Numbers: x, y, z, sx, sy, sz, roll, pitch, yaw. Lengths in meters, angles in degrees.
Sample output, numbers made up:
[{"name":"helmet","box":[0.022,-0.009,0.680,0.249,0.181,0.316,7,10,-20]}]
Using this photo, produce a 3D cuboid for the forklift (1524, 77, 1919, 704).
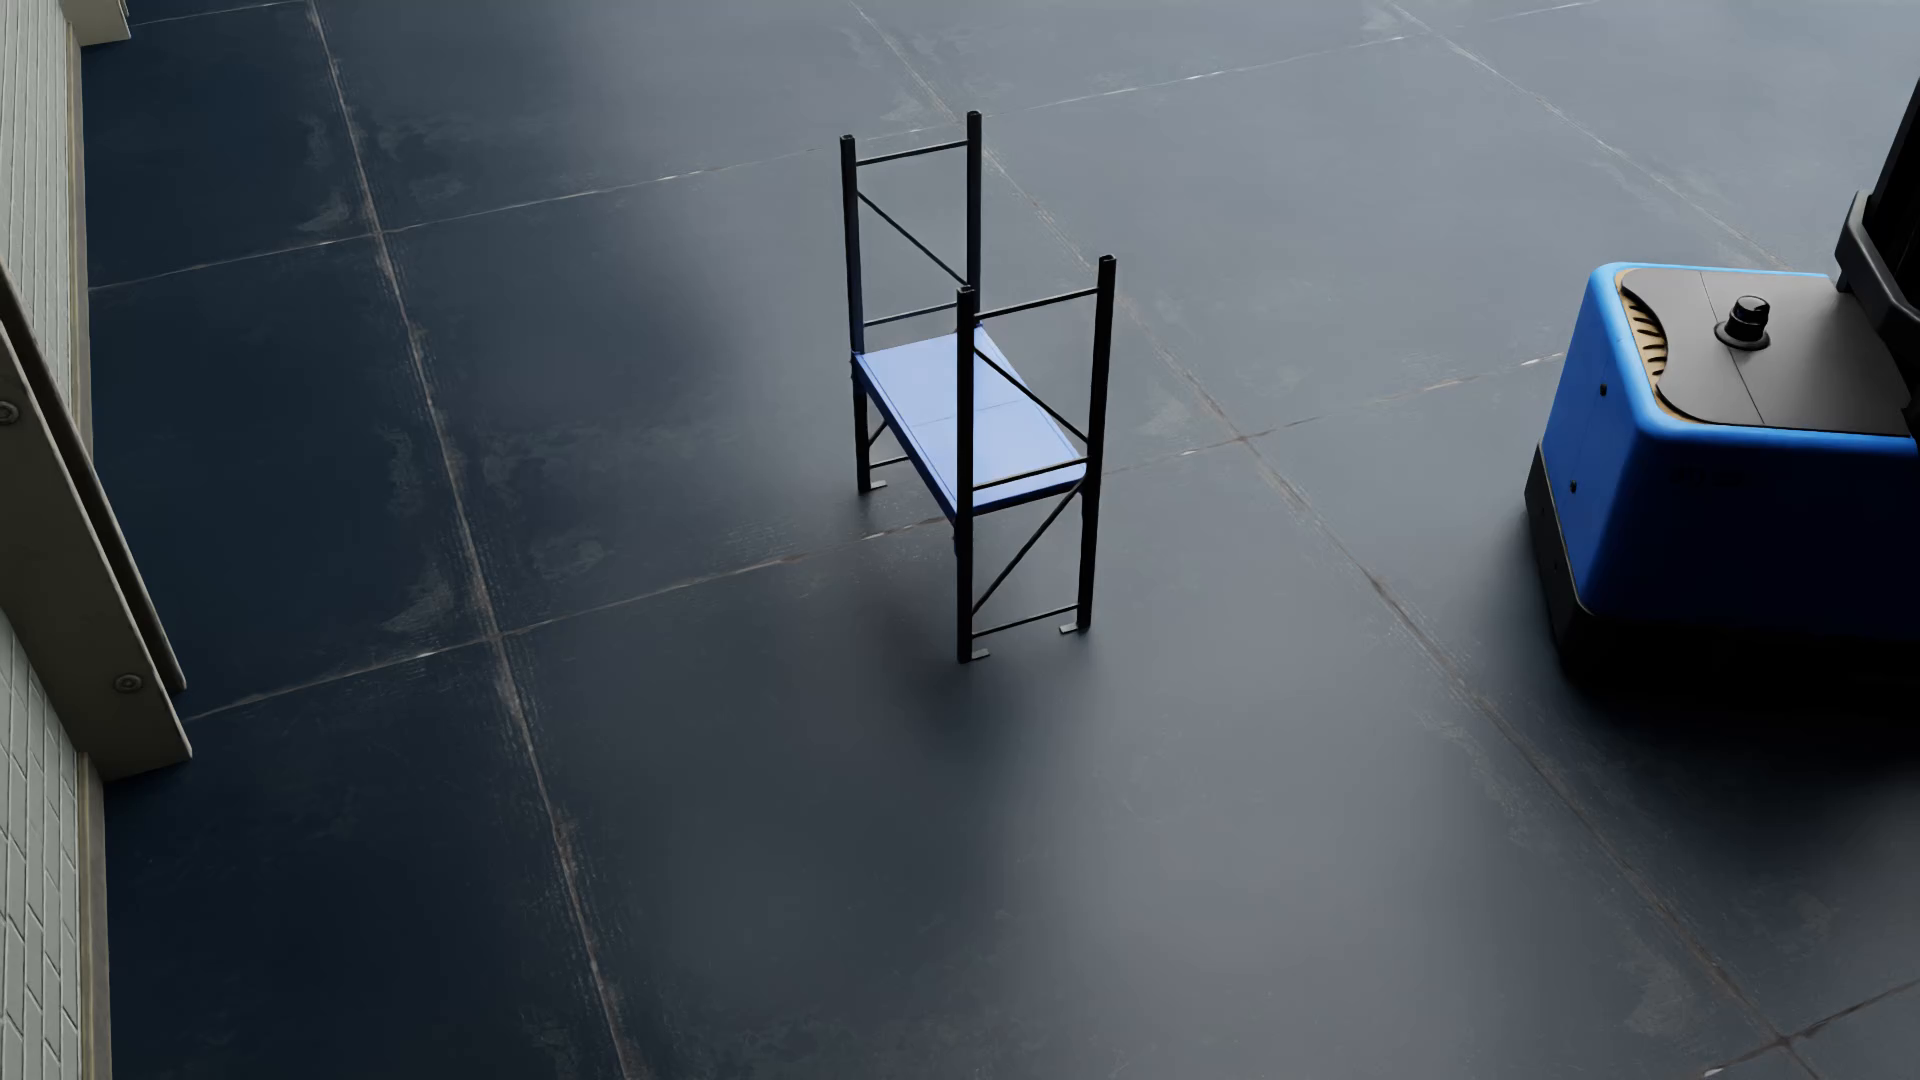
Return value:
[{"name":"forklift","box":[3.607,-0.842,4.982,3.031,2.935,1.130,4,41,5]}]

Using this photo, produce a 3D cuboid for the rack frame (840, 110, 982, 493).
[{"name":"rack frame","box":[-0.162,-0.824,6.057,0.500,1.500,0.032,-15,43,-17]}]

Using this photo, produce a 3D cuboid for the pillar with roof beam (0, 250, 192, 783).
[{"name":"pillar with roof beam","box":[1.256,-3.855,3.831,9.100,9.000,0.400,-15,43,-17]}]

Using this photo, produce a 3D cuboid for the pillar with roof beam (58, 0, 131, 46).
[{"name":"pillar with roof beam","box":[-1.040,-7.469,8.034,9.100,9.000,0.400,-15,43,-17]}]

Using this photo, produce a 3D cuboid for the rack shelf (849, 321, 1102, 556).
[{"name":"rack shelf","box":[0.033,-0.381,5.819,0.538,0.185,1.000,-15,43,-17]}]

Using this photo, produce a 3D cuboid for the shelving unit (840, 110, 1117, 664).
[{"name":"shelving unit","box":[0.033,-0.517,5.701,0.538,1.500,1.048,-15,43,-17]}]

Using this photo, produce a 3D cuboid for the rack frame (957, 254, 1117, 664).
[{"name":"rack frame","box":[0.227,-0.211,5.345,0.500,1.500,0.032,-15,43,-17]}]
